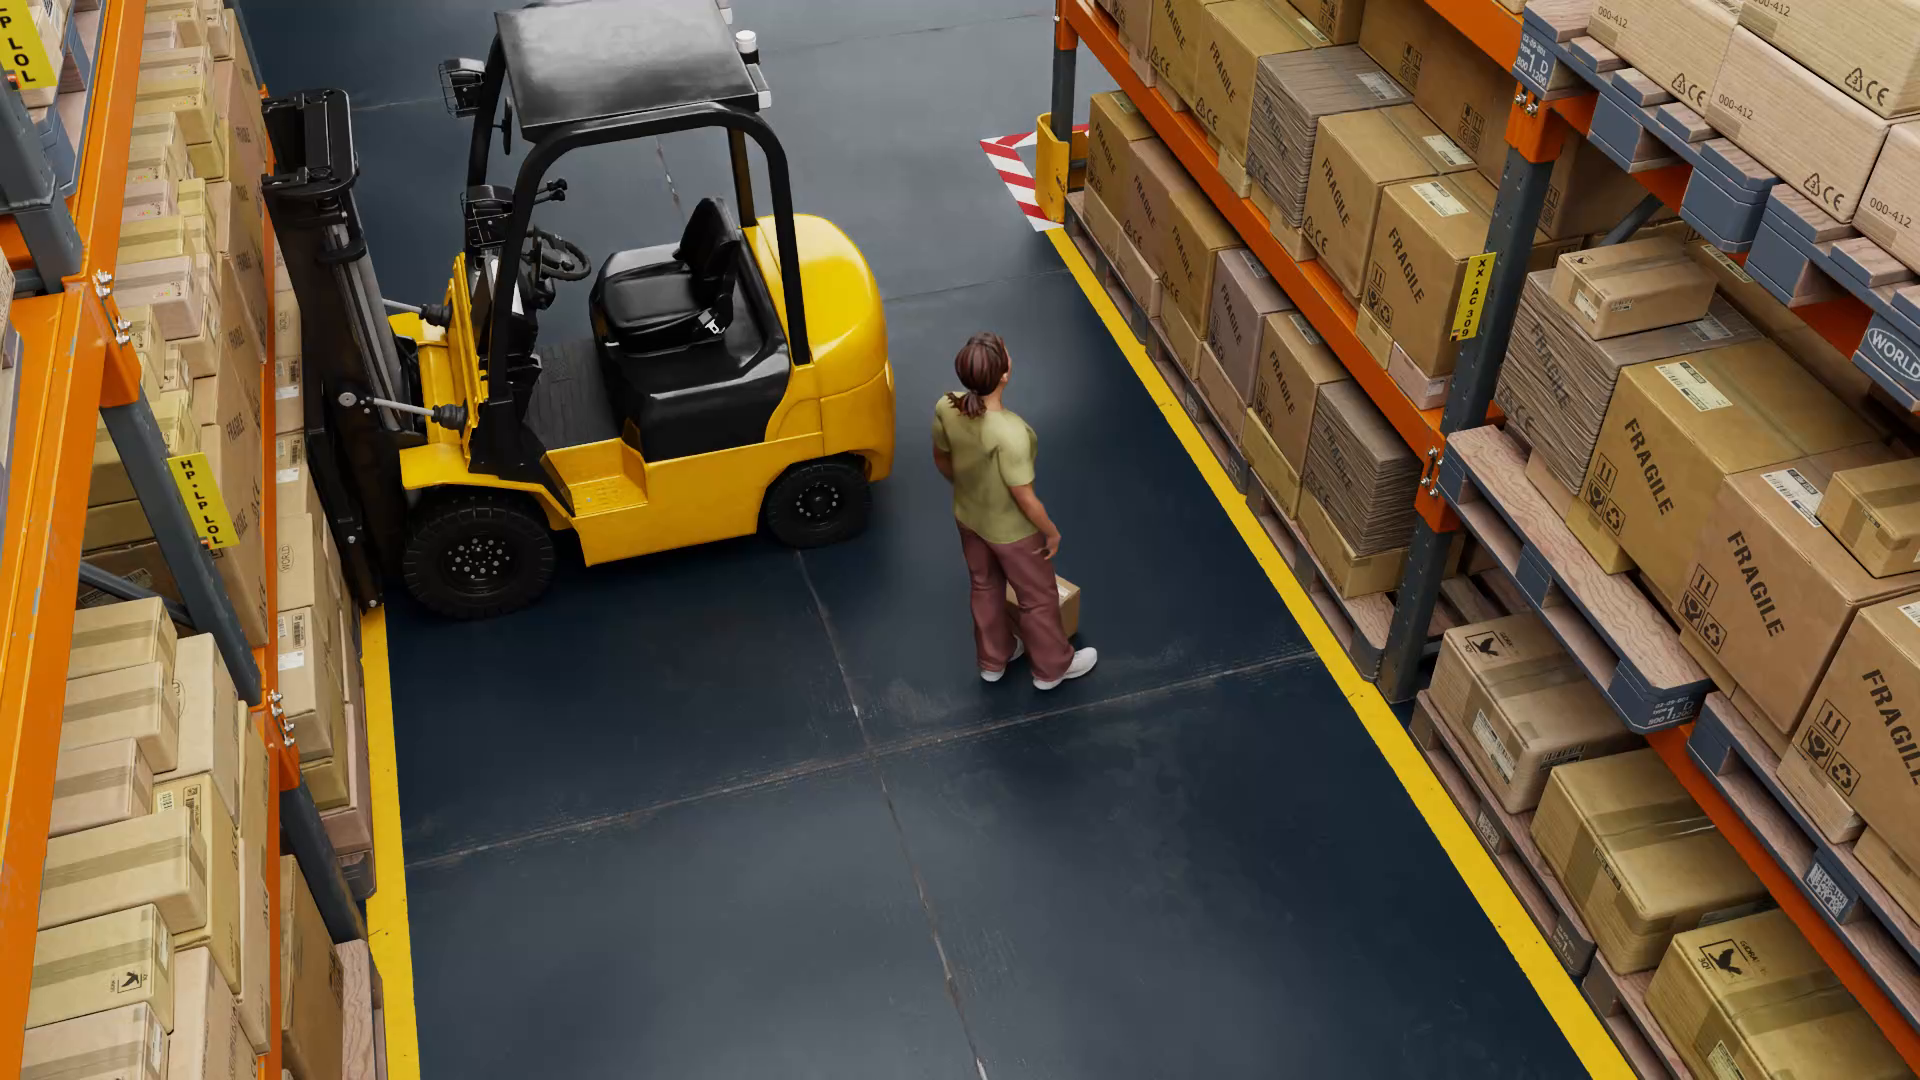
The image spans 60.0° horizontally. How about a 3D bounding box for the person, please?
[{"bbox_3d":[0.196,-0.112,6.271,0.553,1.674,0.548,33,52,31],"label":"person"}]
